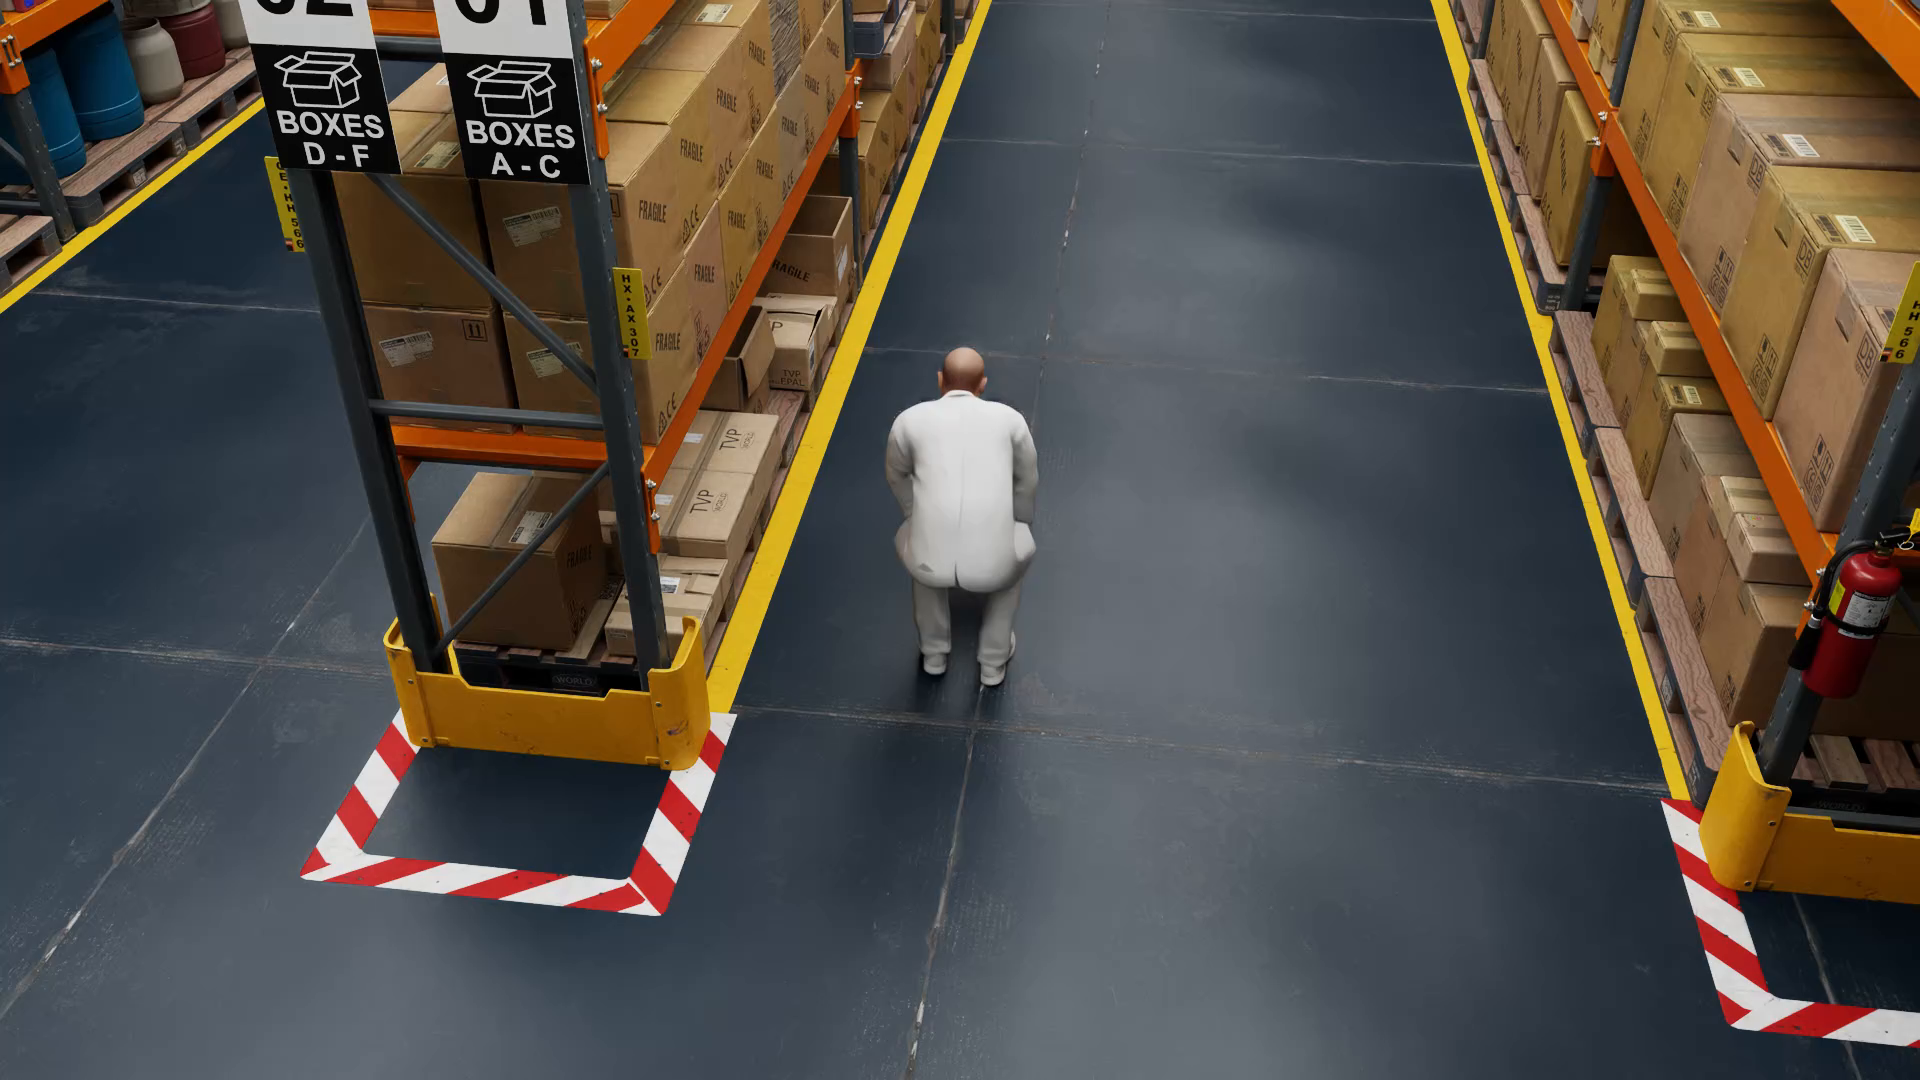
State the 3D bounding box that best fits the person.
[{"bbox_3d":[-0.004,-0.055,6.680,0.633,1.263,0.786,4,36,6],"label":"person"}]
